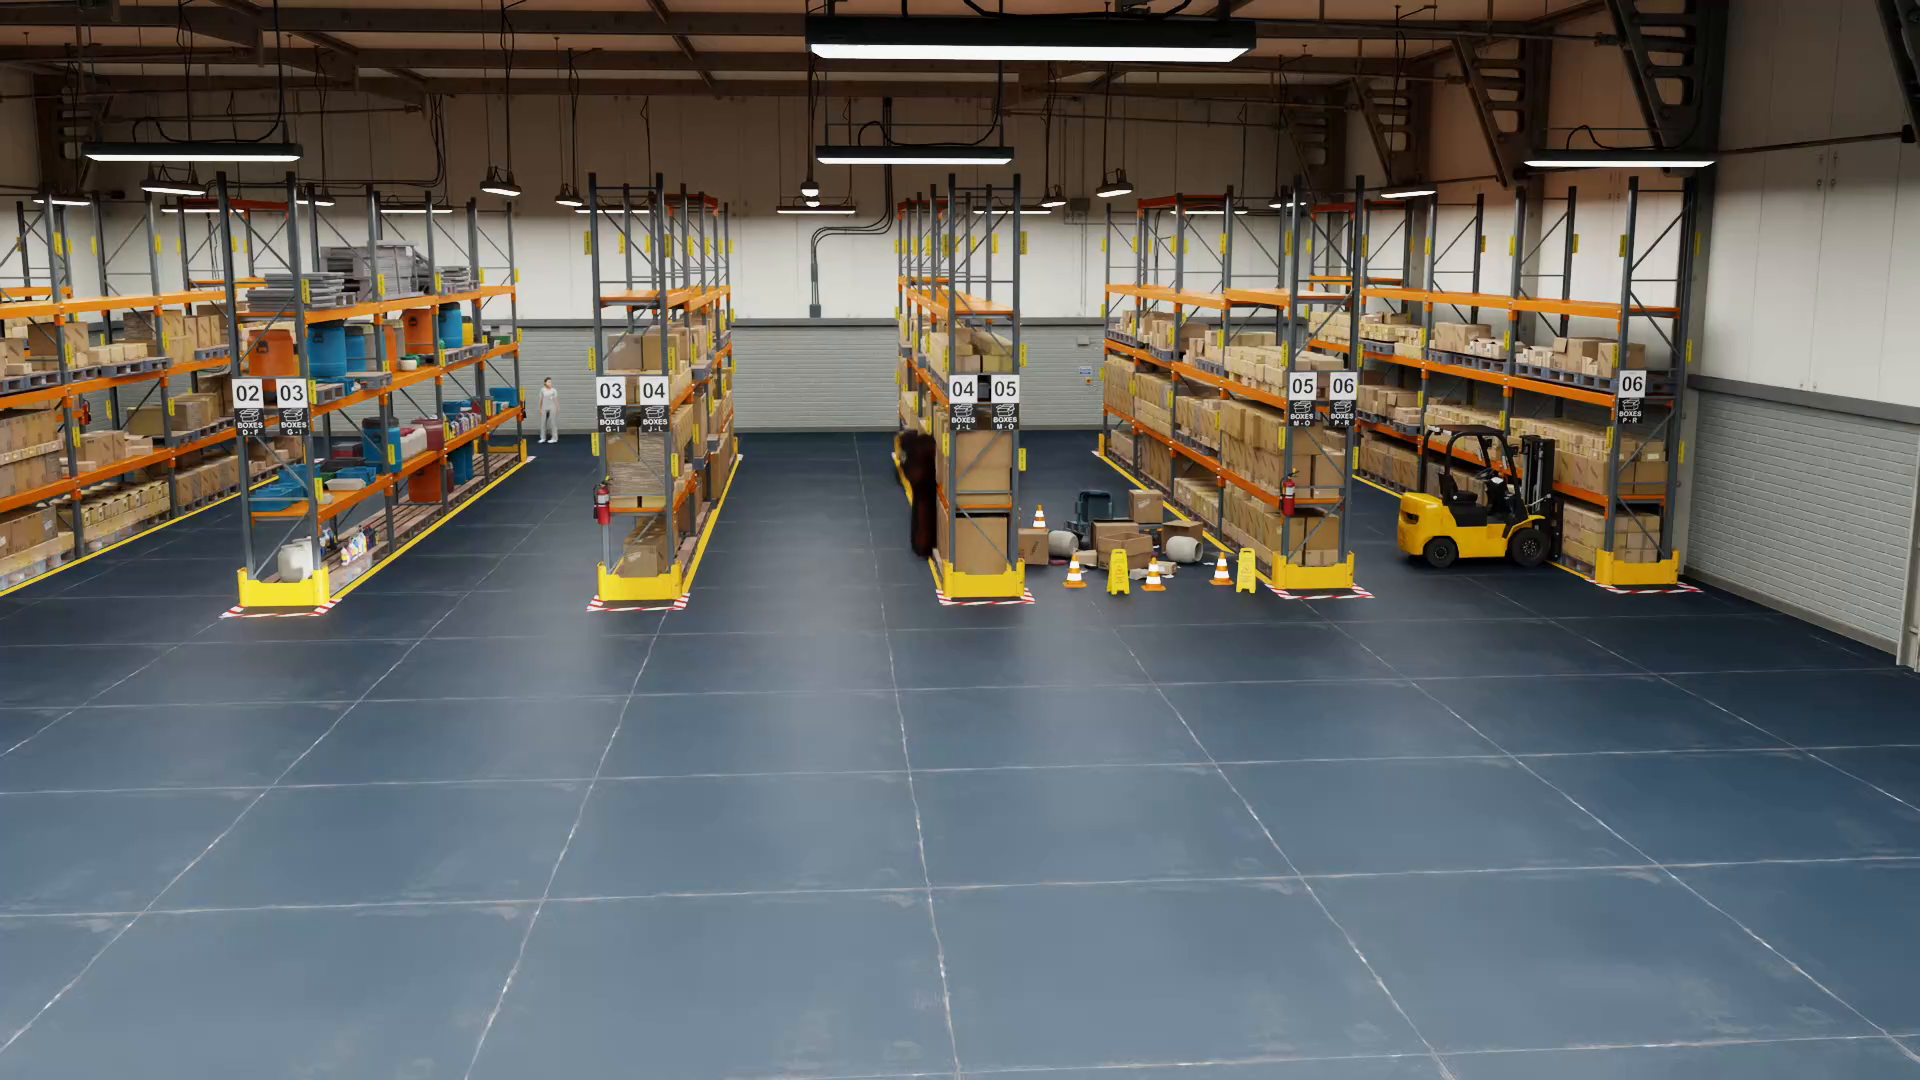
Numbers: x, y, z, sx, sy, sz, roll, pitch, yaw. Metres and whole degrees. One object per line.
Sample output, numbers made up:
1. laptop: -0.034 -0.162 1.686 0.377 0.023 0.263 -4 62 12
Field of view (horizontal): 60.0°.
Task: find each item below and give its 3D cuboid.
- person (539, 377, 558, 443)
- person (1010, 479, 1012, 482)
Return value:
1. person: -10.630 -3.352 42.880 0.456 1.682 0.387 1 10 3
2. person: 0.988 -2.176 35.917 0.367 1.823 0.635 -2 10 -11
